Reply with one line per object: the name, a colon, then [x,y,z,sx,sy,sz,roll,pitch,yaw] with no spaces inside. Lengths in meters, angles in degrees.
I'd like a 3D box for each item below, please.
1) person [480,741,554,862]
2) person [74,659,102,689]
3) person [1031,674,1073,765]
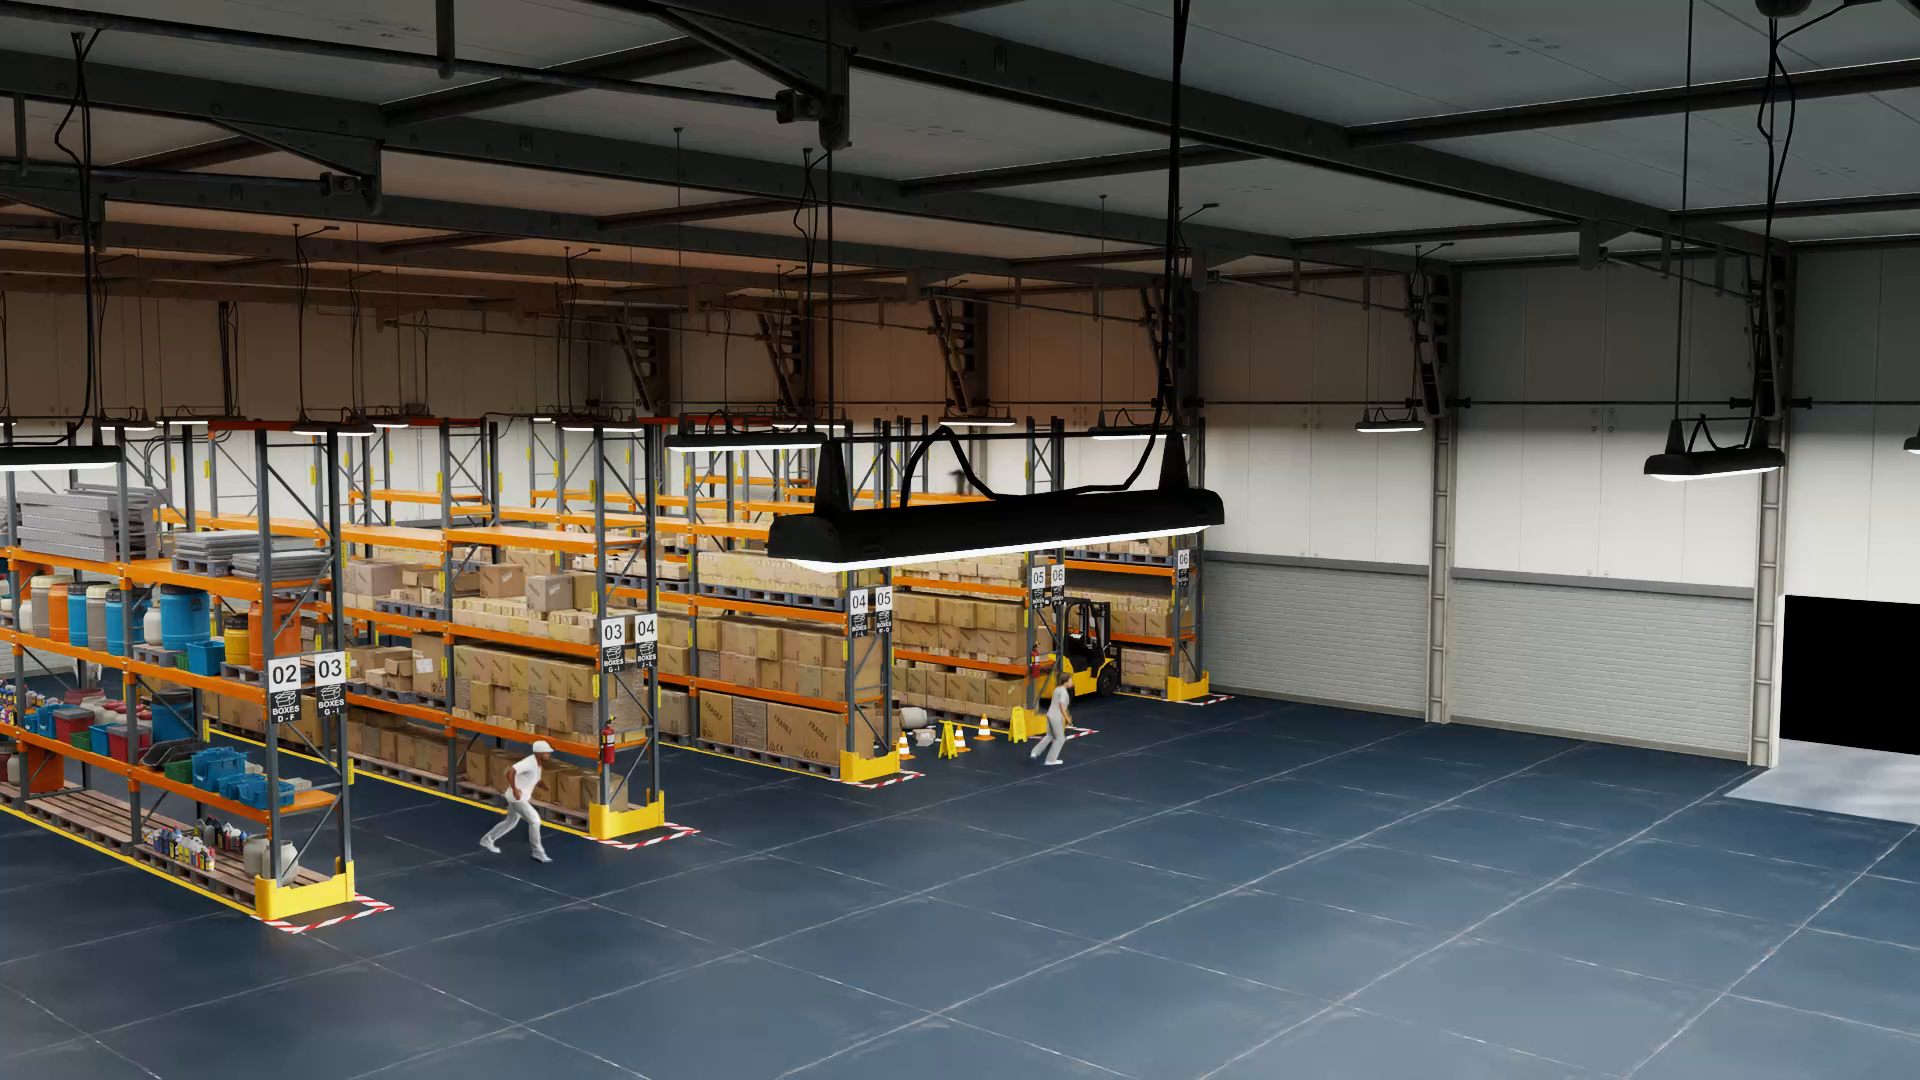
person: [-6.098,3.614,22.884,1.024,1.717,0.749,0,5,3]
person: [-17.582,2.794,33.507,0.806,1.526,0.623,2,5,26]
person: [1.597,3.122,29.001,0.718,1.600,0.580,-1,5,-16]
